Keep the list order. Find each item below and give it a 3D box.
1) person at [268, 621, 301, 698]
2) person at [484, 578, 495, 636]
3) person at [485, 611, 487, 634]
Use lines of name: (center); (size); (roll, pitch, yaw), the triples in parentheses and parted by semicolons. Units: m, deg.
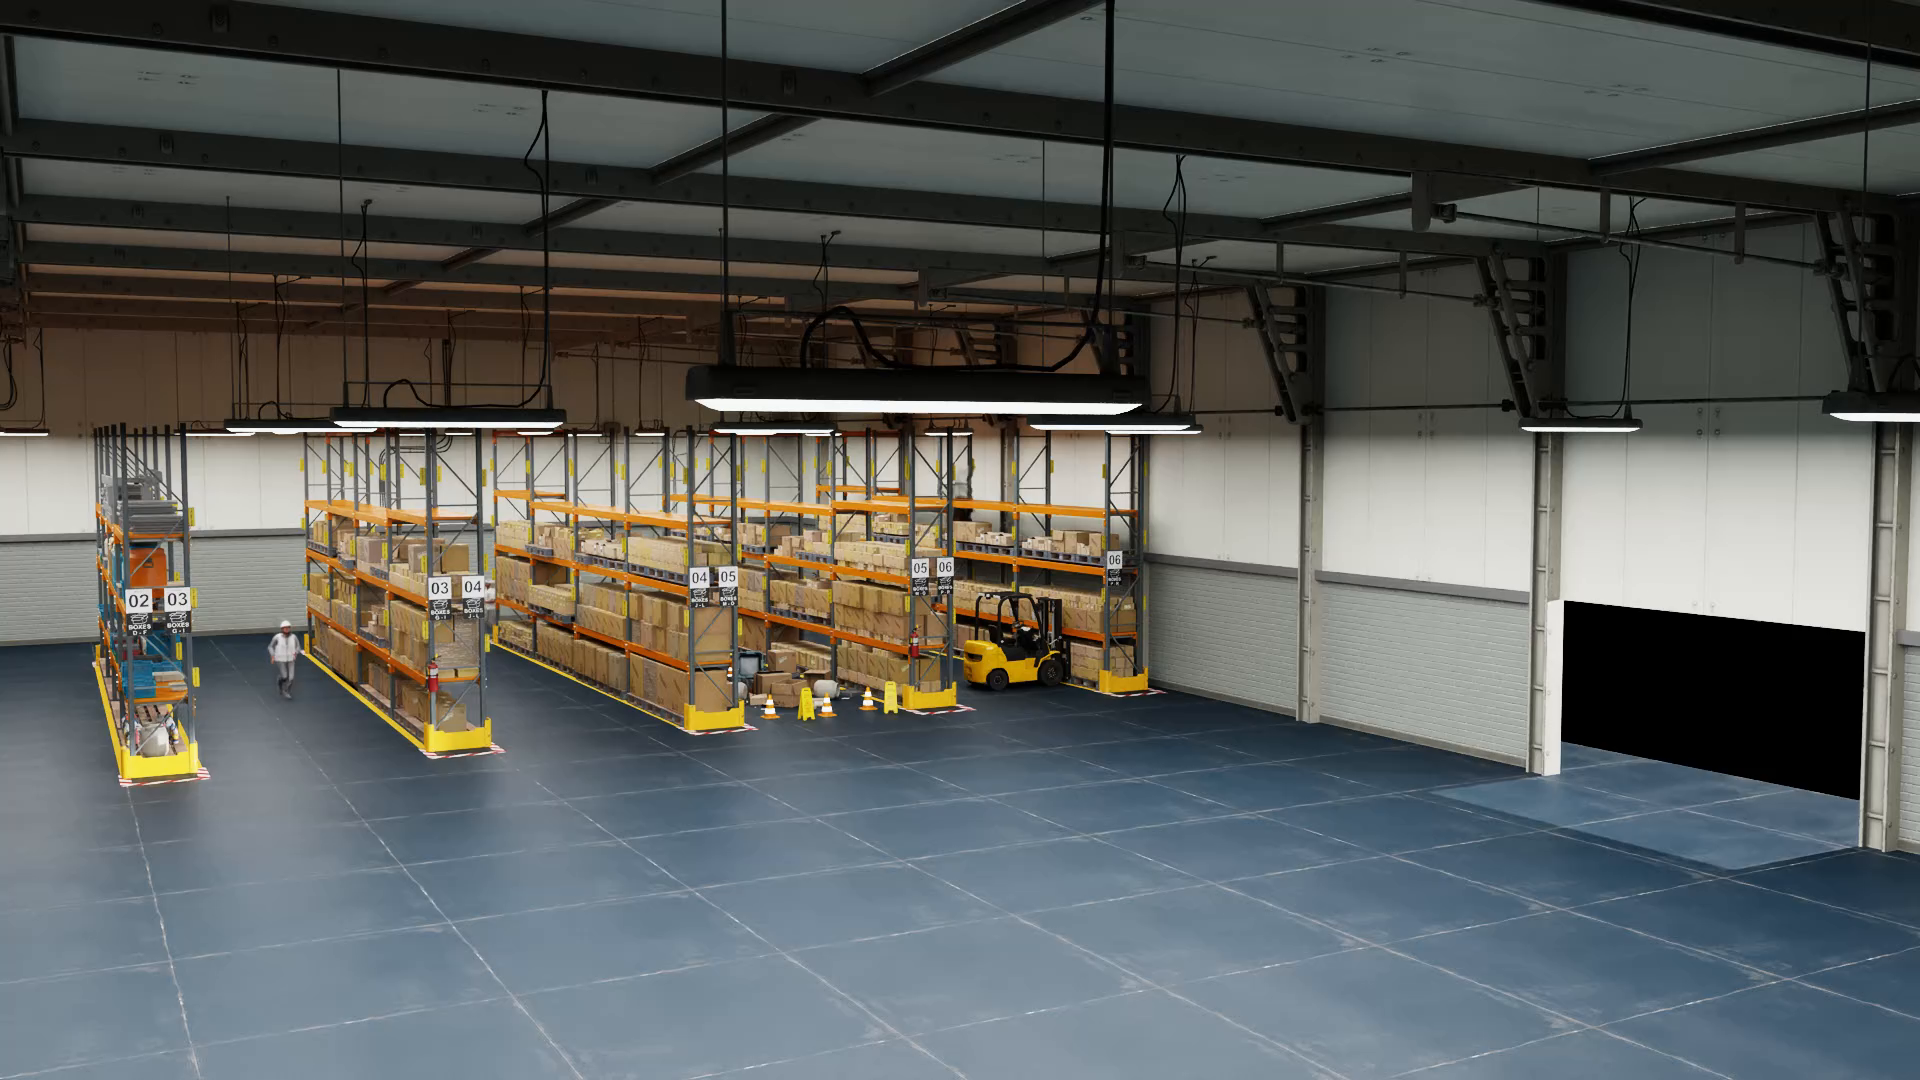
person: (-14.858, 2.643, 36.653); (0.646, 1.723, 0.609); (-3, 4, -36)
person: (-13.508, 1.969, 47.568); (0.706, 1.781, 0.823); (3, 5, 40)
person: (-12.565, 2.298, 43.440); (0.516, 1.594, 0.610); (-2, 4, -27)
